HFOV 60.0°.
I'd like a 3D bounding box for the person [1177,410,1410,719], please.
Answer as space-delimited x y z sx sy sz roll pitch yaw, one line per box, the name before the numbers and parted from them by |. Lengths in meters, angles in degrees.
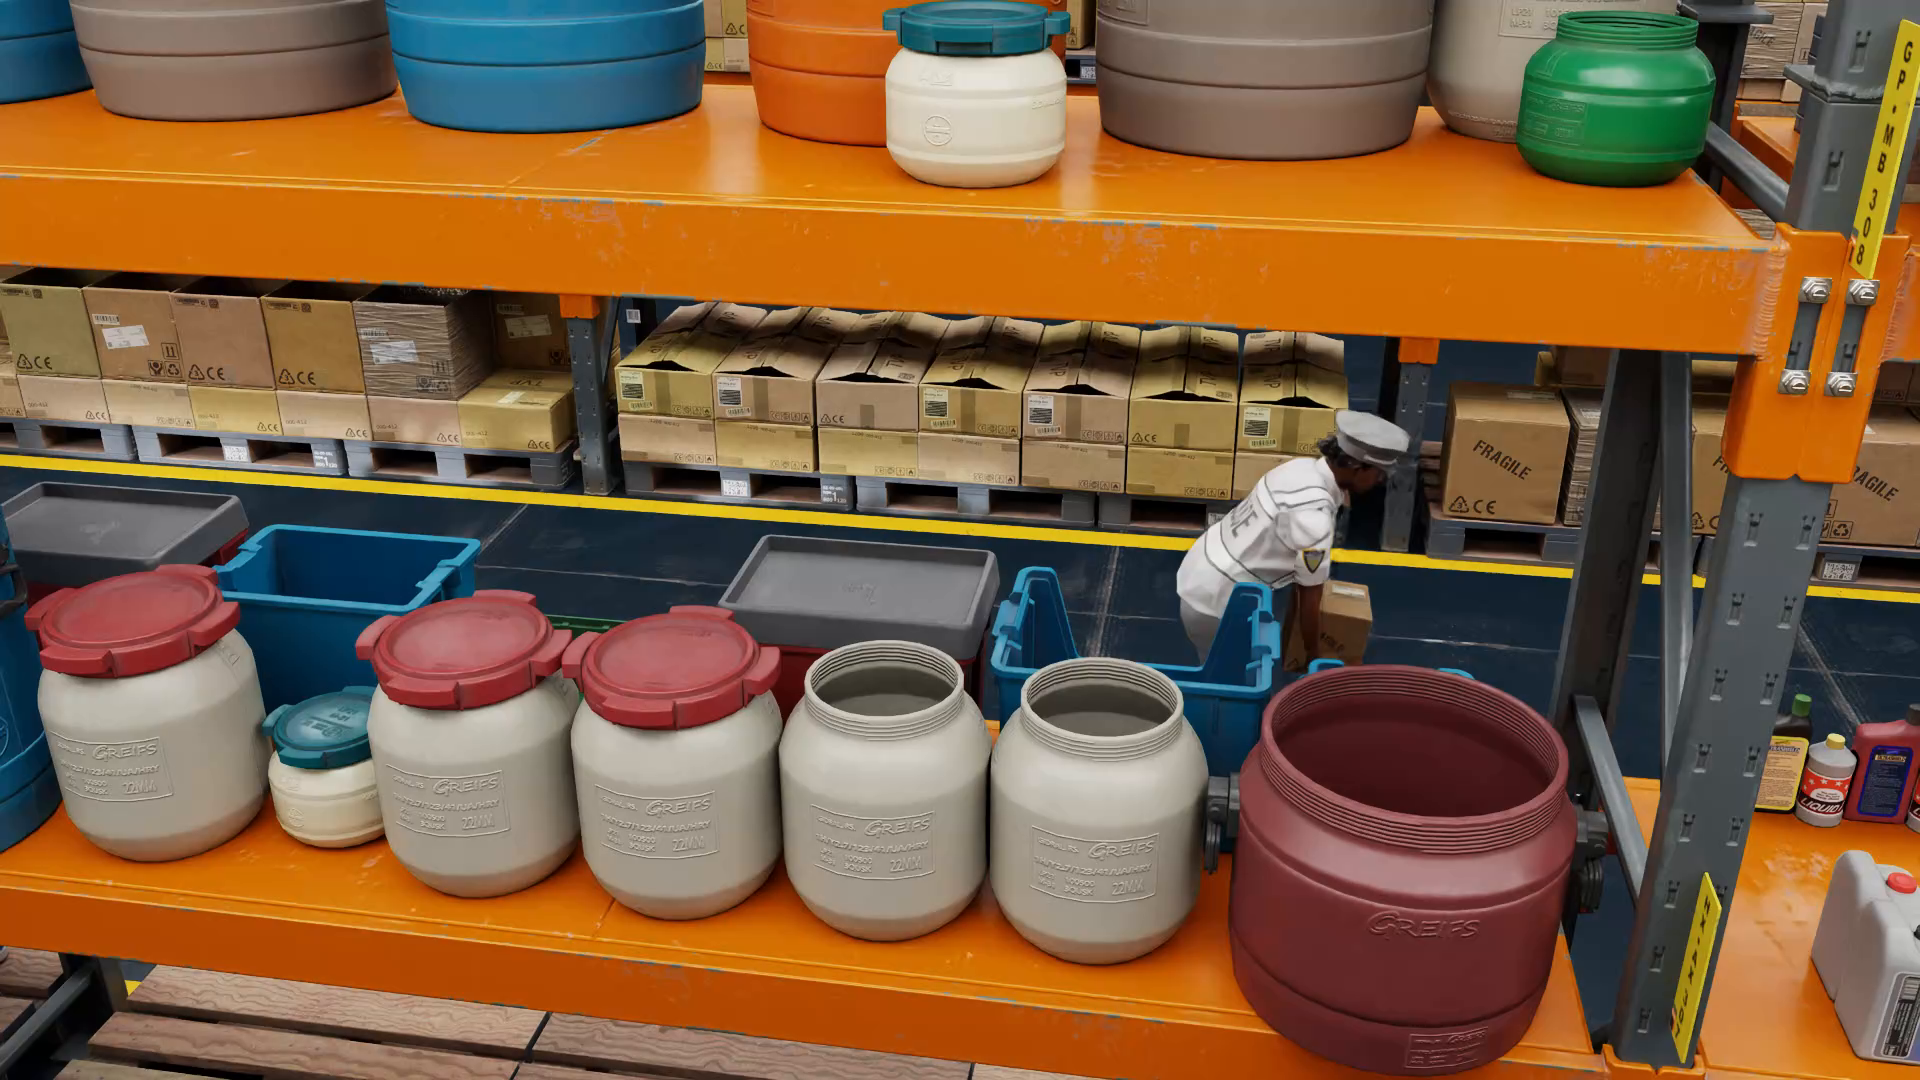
person | 1.092 0.285 5.682 0.715 1.516 0.411 4 25 8
